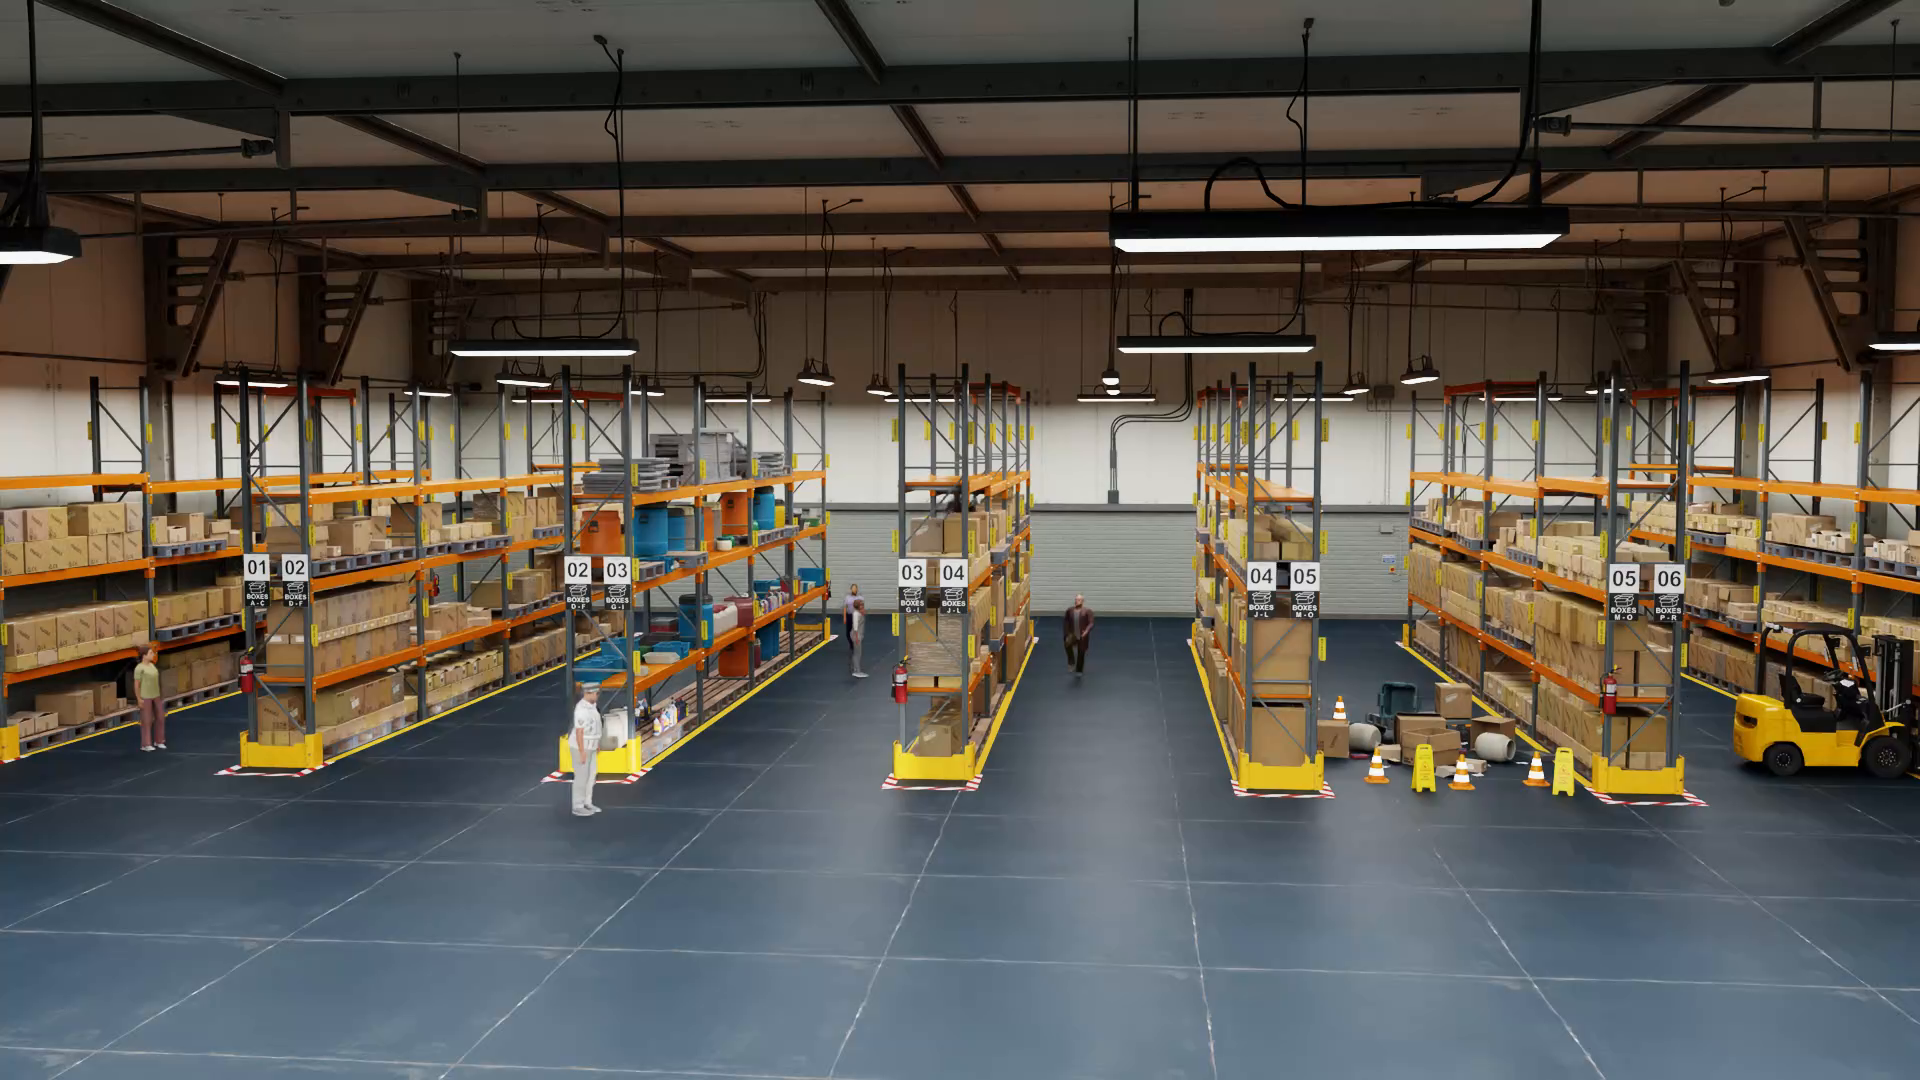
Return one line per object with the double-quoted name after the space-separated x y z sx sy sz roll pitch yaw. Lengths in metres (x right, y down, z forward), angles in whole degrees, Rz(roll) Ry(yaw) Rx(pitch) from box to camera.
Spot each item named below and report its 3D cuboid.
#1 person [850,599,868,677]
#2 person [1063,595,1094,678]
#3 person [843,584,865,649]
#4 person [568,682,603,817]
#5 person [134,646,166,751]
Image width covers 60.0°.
-2.071 2.021 34.096 0.371 1.562 0.484 0 4 2 "person"
2.391 1.969 33.657 0.640 1.705 0.936 1 4 9 "person"
-2.399 1.782 37.674 0.479 1.591 0.956 0 4 7 "person"
-4.920 2.735 21.833 0.431 1.757 0.566 0 4 4 "person"
-12.798 2.509 26.258 0.360 1.702 0.555 2 4 25 "person"
